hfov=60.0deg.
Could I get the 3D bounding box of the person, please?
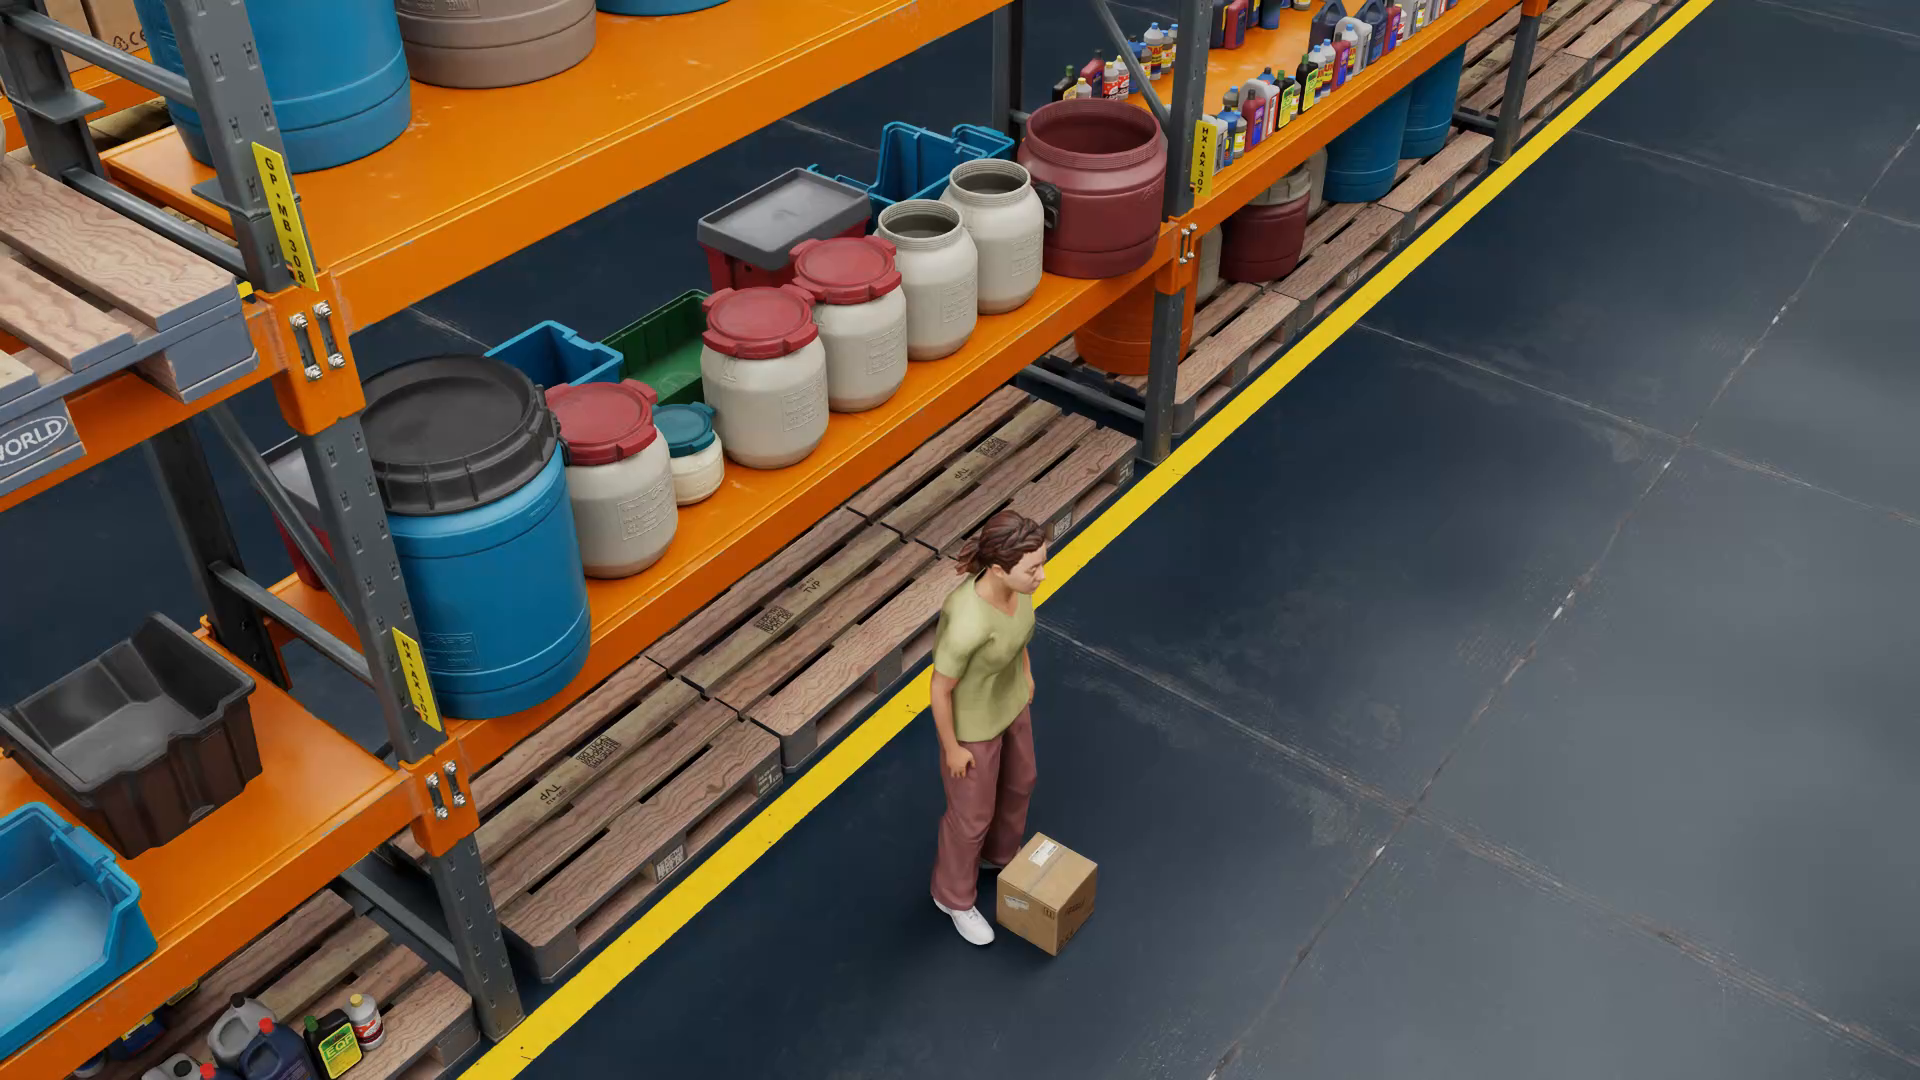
[{"bbox_3d":[0.102,0.581,5.440,0.362,1.672,0.521,23,44,26],"label":"person"}]
